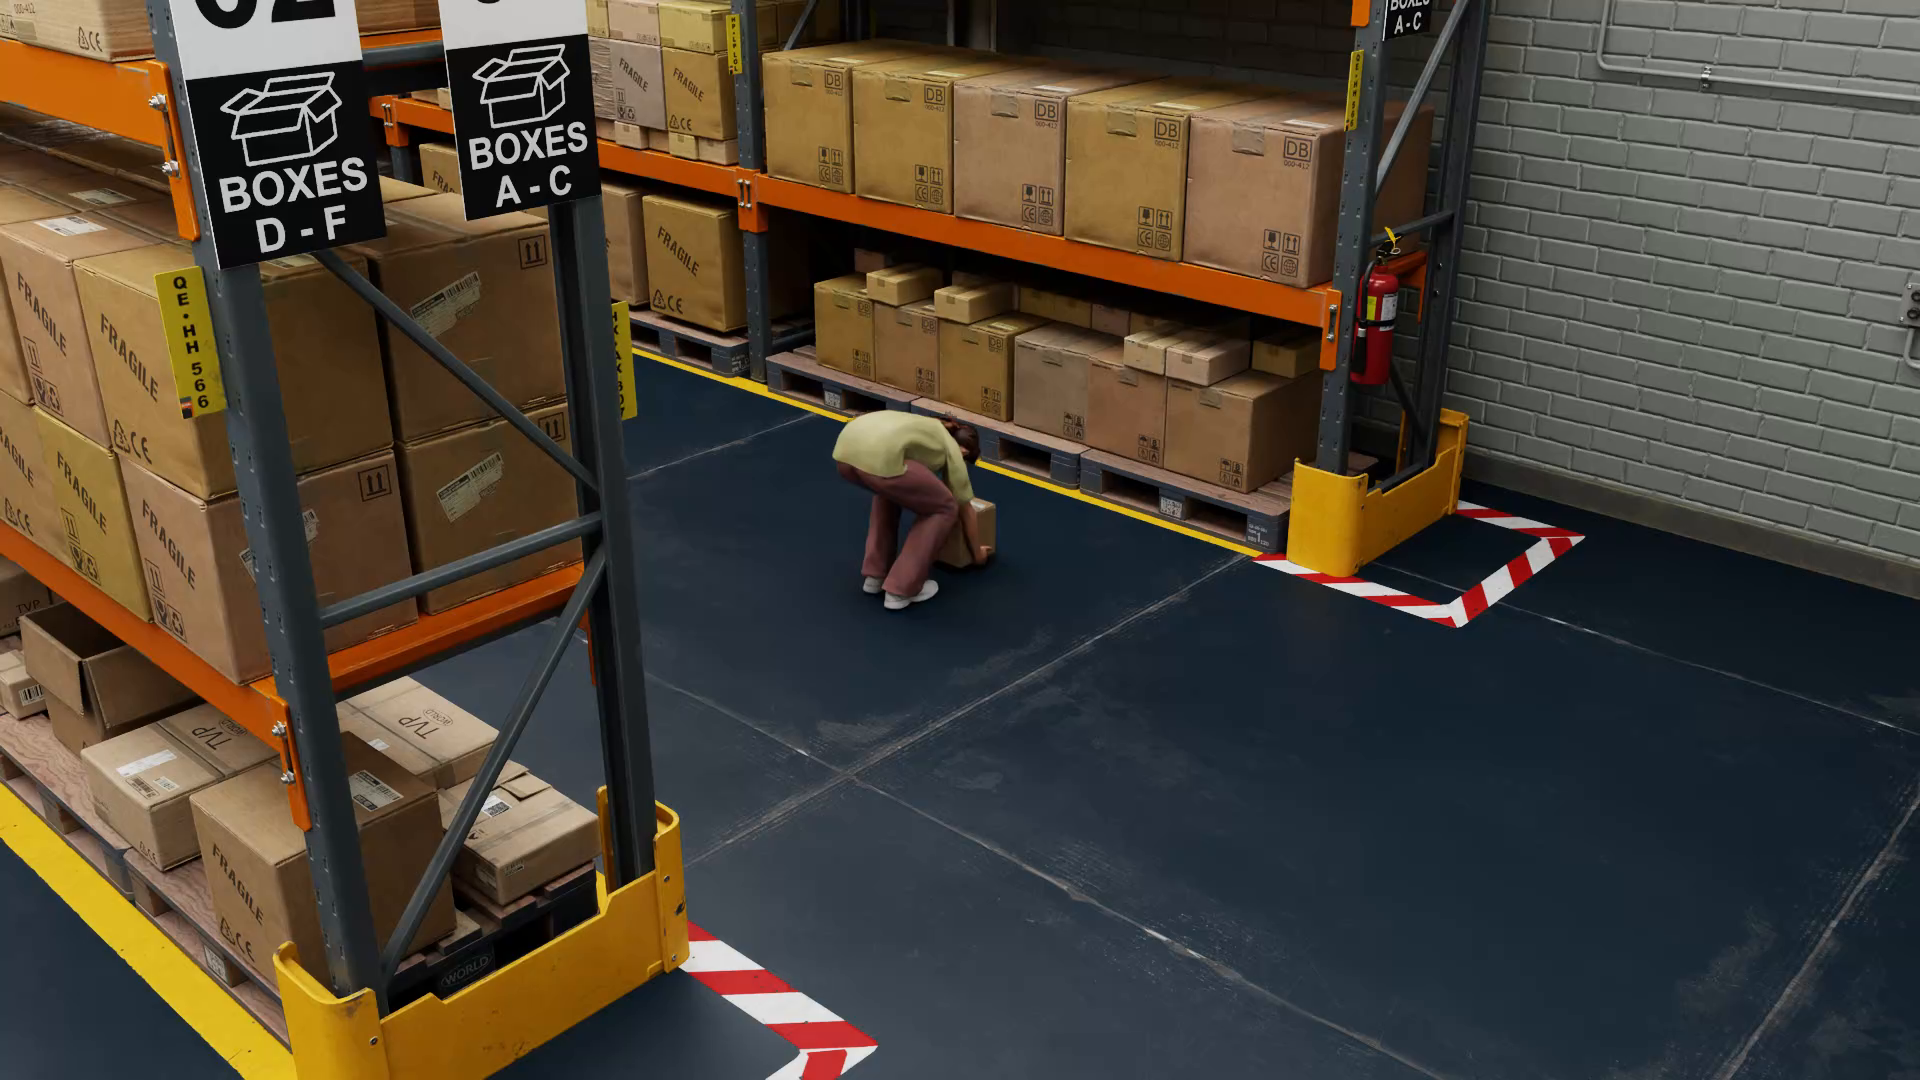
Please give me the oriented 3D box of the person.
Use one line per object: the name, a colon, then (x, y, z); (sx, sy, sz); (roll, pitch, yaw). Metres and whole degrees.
person: (-0.203, -0.203, 7.535); (0.460, 0.878, 0.848); (18, 30, 35)
